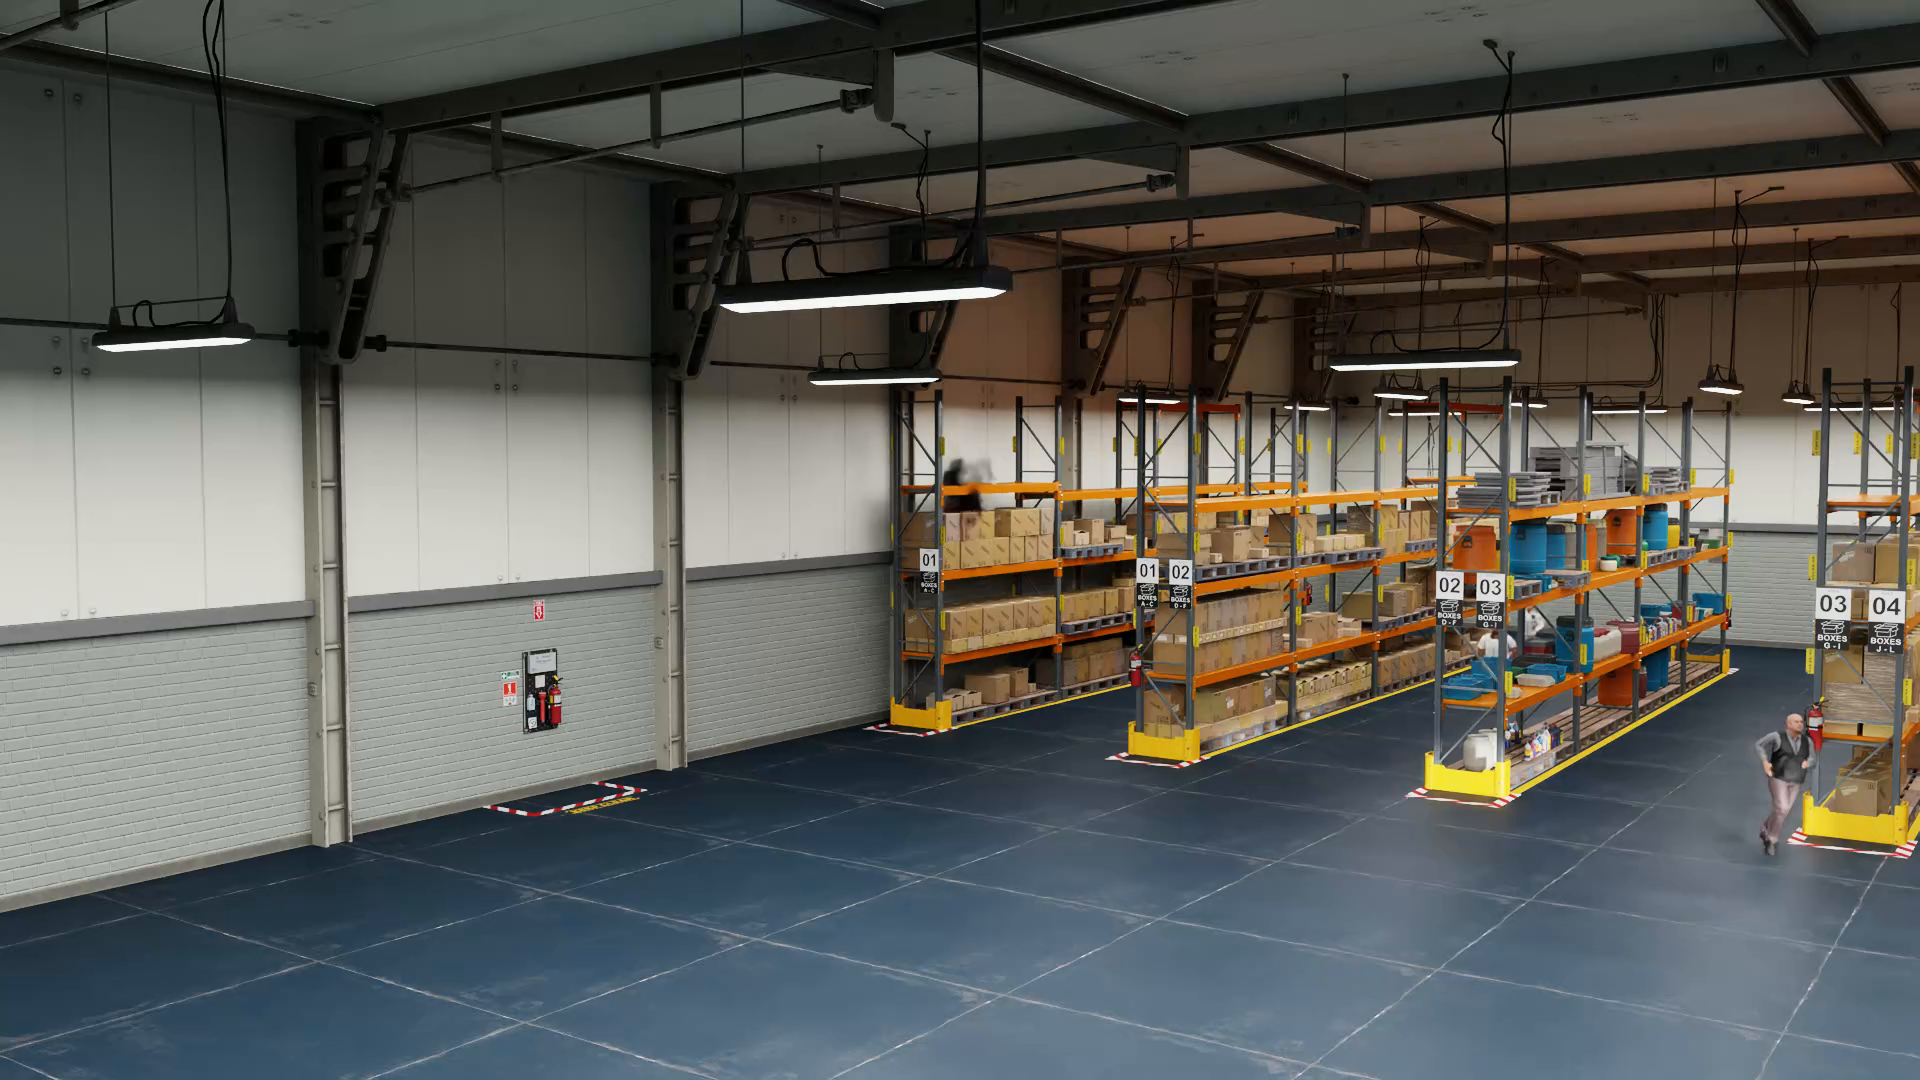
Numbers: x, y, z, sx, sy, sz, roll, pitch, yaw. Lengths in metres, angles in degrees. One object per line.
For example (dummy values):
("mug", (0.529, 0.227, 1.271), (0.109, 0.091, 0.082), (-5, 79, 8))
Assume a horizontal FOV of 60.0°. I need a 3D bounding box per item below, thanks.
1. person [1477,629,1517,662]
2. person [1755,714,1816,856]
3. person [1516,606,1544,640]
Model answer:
("person", (10.066, 2.365, 31.316), (0.695, 1.733, 0.629), (2, 4, 36))
("person", (10.213, 3.015, 20.579), (0.687, 1.759, 0.720), (0, 3, -1))
("person", (12.554, 2.112, 36.659), (0.606, 1.654, 0.599), (2, 4, 35))
